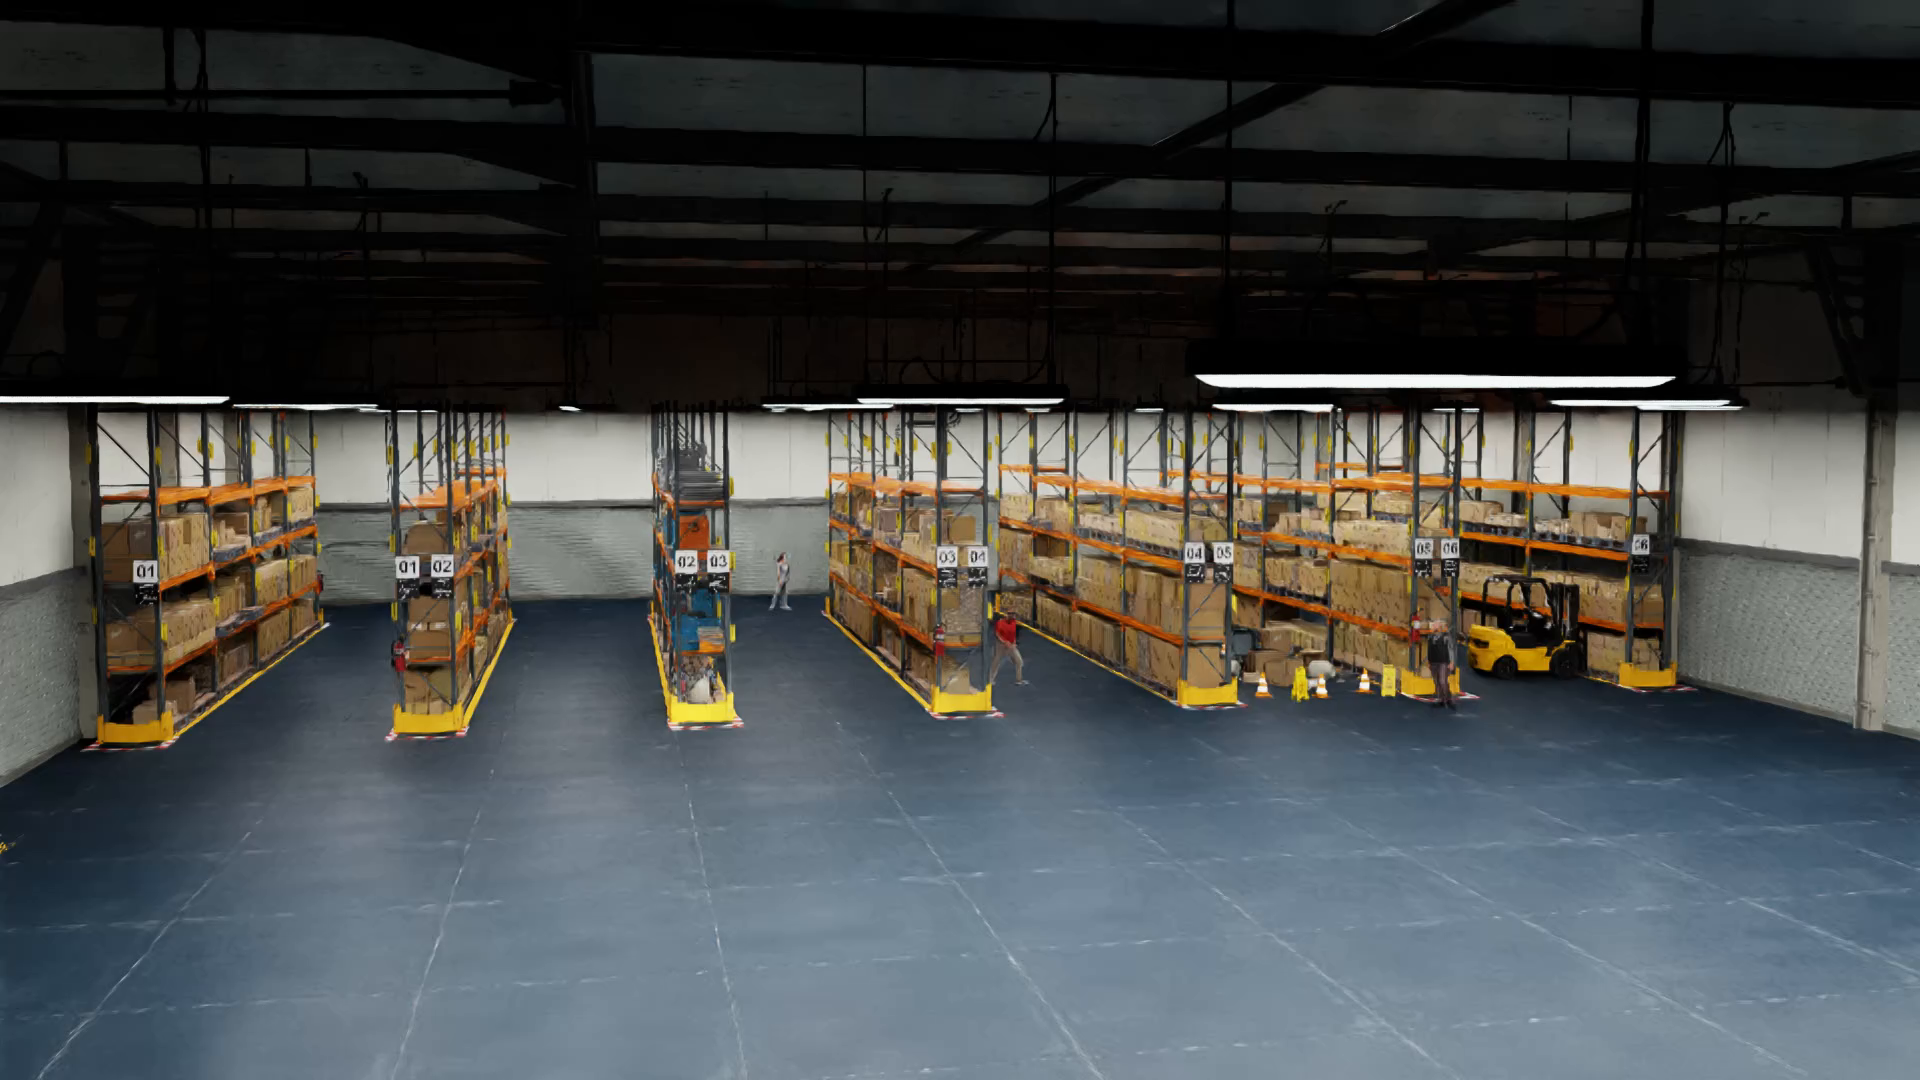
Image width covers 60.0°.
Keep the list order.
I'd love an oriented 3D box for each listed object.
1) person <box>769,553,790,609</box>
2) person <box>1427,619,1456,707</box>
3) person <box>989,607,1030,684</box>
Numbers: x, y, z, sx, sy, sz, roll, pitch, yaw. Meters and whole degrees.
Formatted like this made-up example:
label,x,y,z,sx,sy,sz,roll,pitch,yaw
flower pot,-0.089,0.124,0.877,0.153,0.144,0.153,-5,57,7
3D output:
label,x,y,z,sx,sy,sz,roll,pitch,yaw
person,-5.332,1.217,48.852,0.455,1.664,0.637,3,5,34
person,9.404,2.405,32.514,0.402,1.714,0.636,-4,6,-40
person,0.984,2.233,35.181,0.700,1.665,0.815,-3,5,-32
